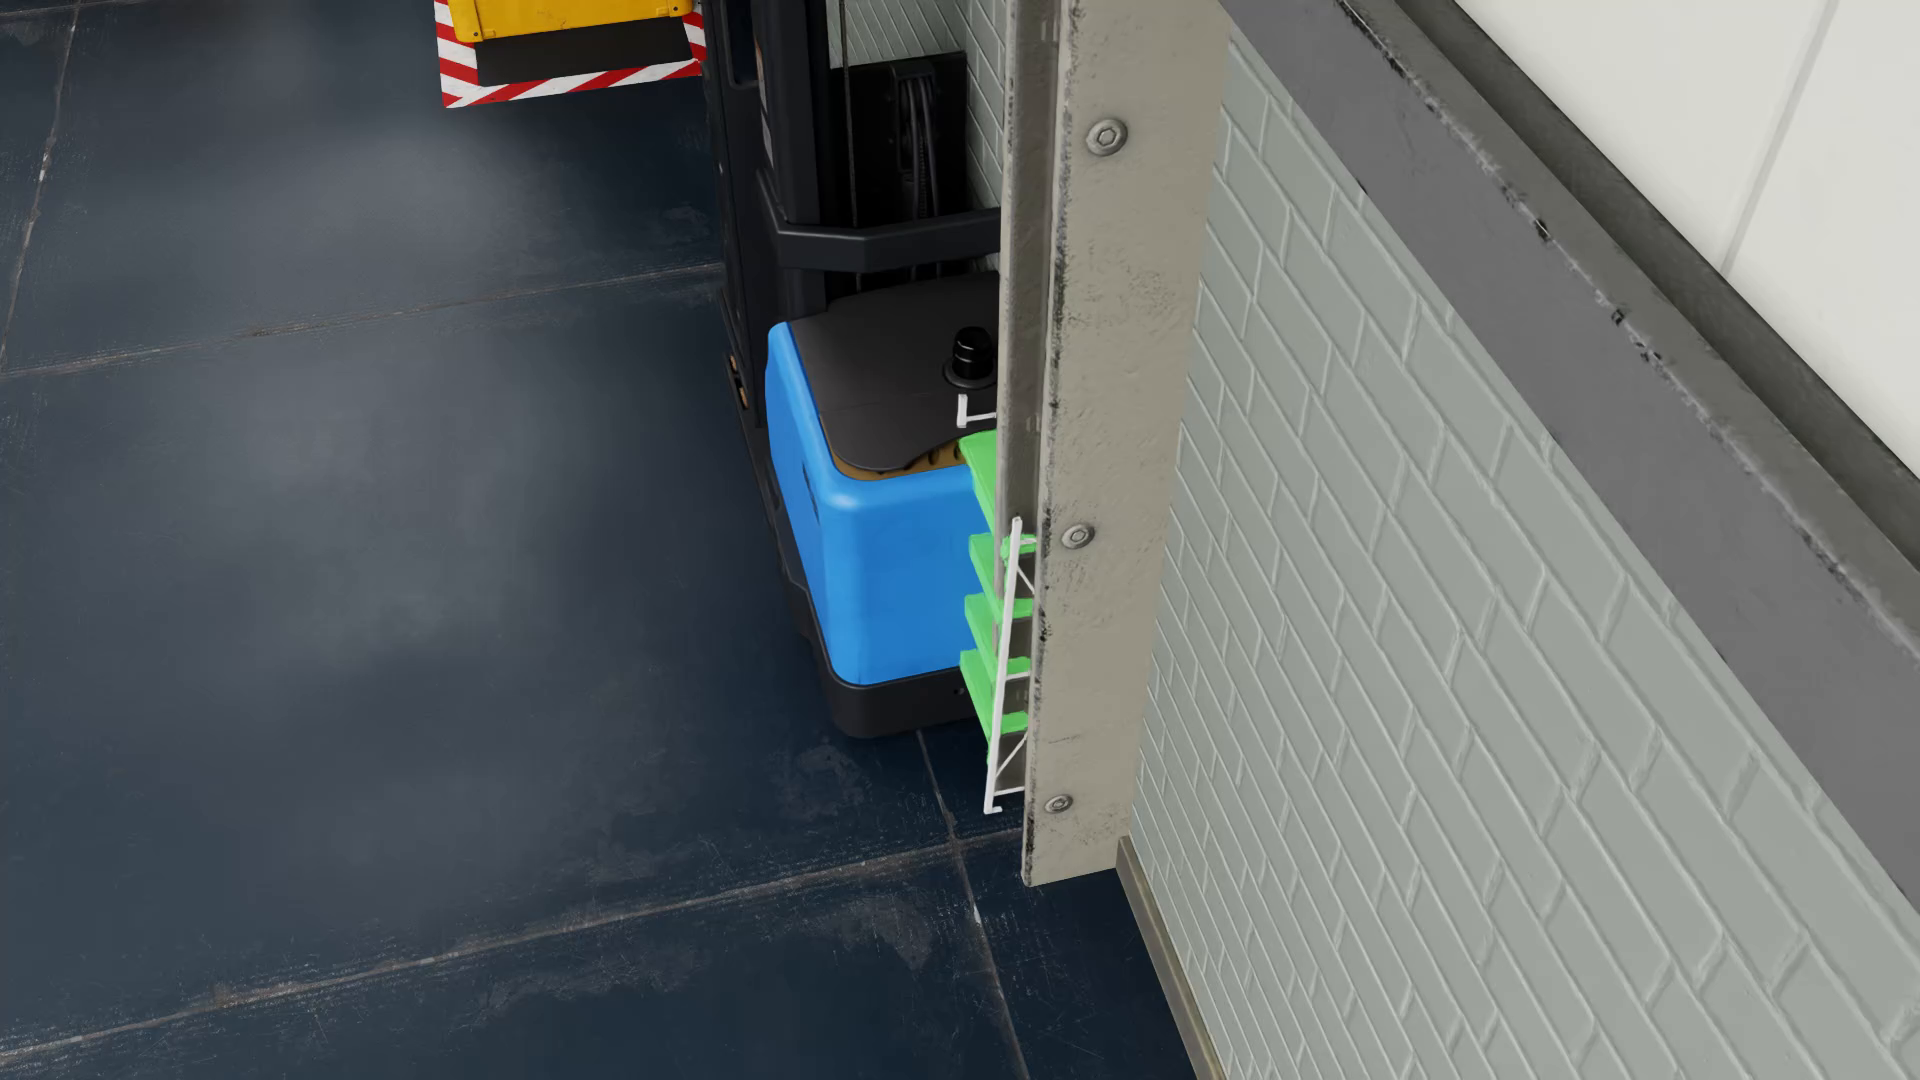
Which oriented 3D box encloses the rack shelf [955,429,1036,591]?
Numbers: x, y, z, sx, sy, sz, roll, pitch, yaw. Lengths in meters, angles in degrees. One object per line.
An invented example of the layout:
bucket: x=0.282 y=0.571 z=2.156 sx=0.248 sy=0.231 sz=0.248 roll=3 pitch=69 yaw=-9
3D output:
rack shelf: x=0.171 y=-0.103 z=4.412 sx=0.258 sy=0.148 sz=0.480 roll=-9 pitch=46 yaw=-13

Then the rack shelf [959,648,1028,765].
rack shelf: x=0.136 y=0.411 z=4.915 sx=0.258 sy=0.148 sz=0.480 roll=-9 pitch=46 yaw=-13

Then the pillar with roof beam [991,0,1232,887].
pillar with roof beam: x=-3.875 y=-1.530 z=0.949 sx=9.100 sy=9.000 sz=0.400 roll=-11 pitch=47 yaw=-10

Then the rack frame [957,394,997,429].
rack frame: x=0.084 y=0.028 z=4.868 sx=0.240 sy=1.200 sz=0.015 roll=-9 pitch=46 yaw=-13

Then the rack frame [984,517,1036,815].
rack frame: x=0.217 y=0.361 z=4.537 sx=0.240 sy=1.200 sz=0.015 roll=-9 pitch=46 yaw=-13

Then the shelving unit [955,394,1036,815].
shelving unit: x=0.151 y=0.194 z=4.702 sx=0.258 sy=1.200 sz=0.503 roll=-9 pitch=46 yaw=-13

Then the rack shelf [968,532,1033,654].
rack shelf: x=0.160 y=0.068 z=4.580 sx=0.258 sy=0.148 sz=0.480 roll=-9 pitch=46 yaw=-13

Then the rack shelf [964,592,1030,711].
rack shelf: x=0.148 y=0.240 z=4.747 sx=0.258 sy=0.148 sz=0.480 roll=-9 pitch=46 yaw=-13

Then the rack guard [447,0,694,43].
rack guard: x=-1.936 y=-2.823 z=8.167 sx=1.175 sy=0.500 sz=0.348 roll=-11 pitch=47 yaw=-10

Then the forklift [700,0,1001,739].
forklift: x=-0.262 y=-1.495 z=5.163 sx=1.130 sy=2.935 sz=3.031 roll=-11 pitch=47 yaw=-11
